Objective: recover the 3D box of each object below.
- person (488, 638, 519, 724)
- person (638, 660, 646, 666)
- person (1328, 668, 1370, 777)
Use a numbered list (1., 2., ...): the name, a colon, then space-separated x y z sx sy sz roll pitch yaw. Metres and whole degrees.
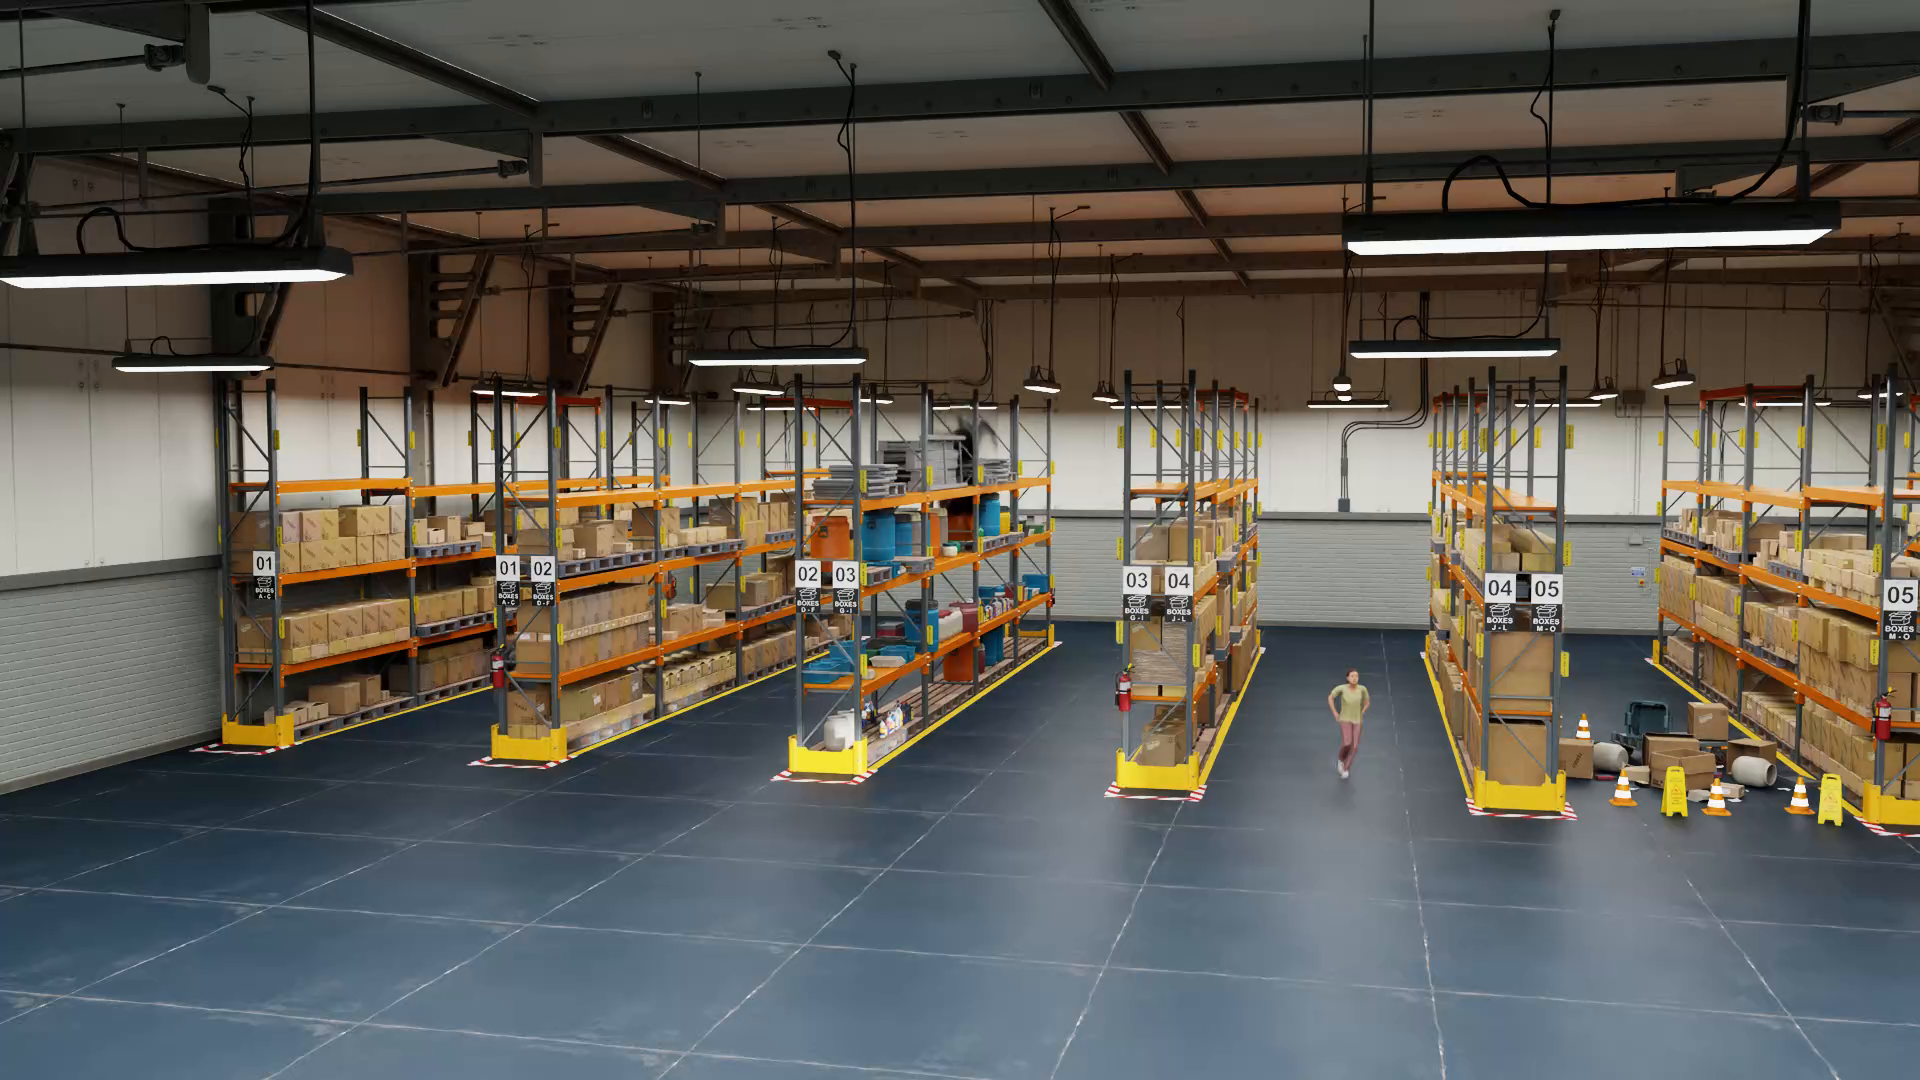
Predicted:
1. person: -7.735 2.481 28.447 0.675 1.711 0.940 1 4 14
2. person: -6.674 2.083 34.699 0.594 1.753 0.753 1 4 16
3. person: 5.788 2.752 24.609 0.582 1.535 0.568 0 3 -3
